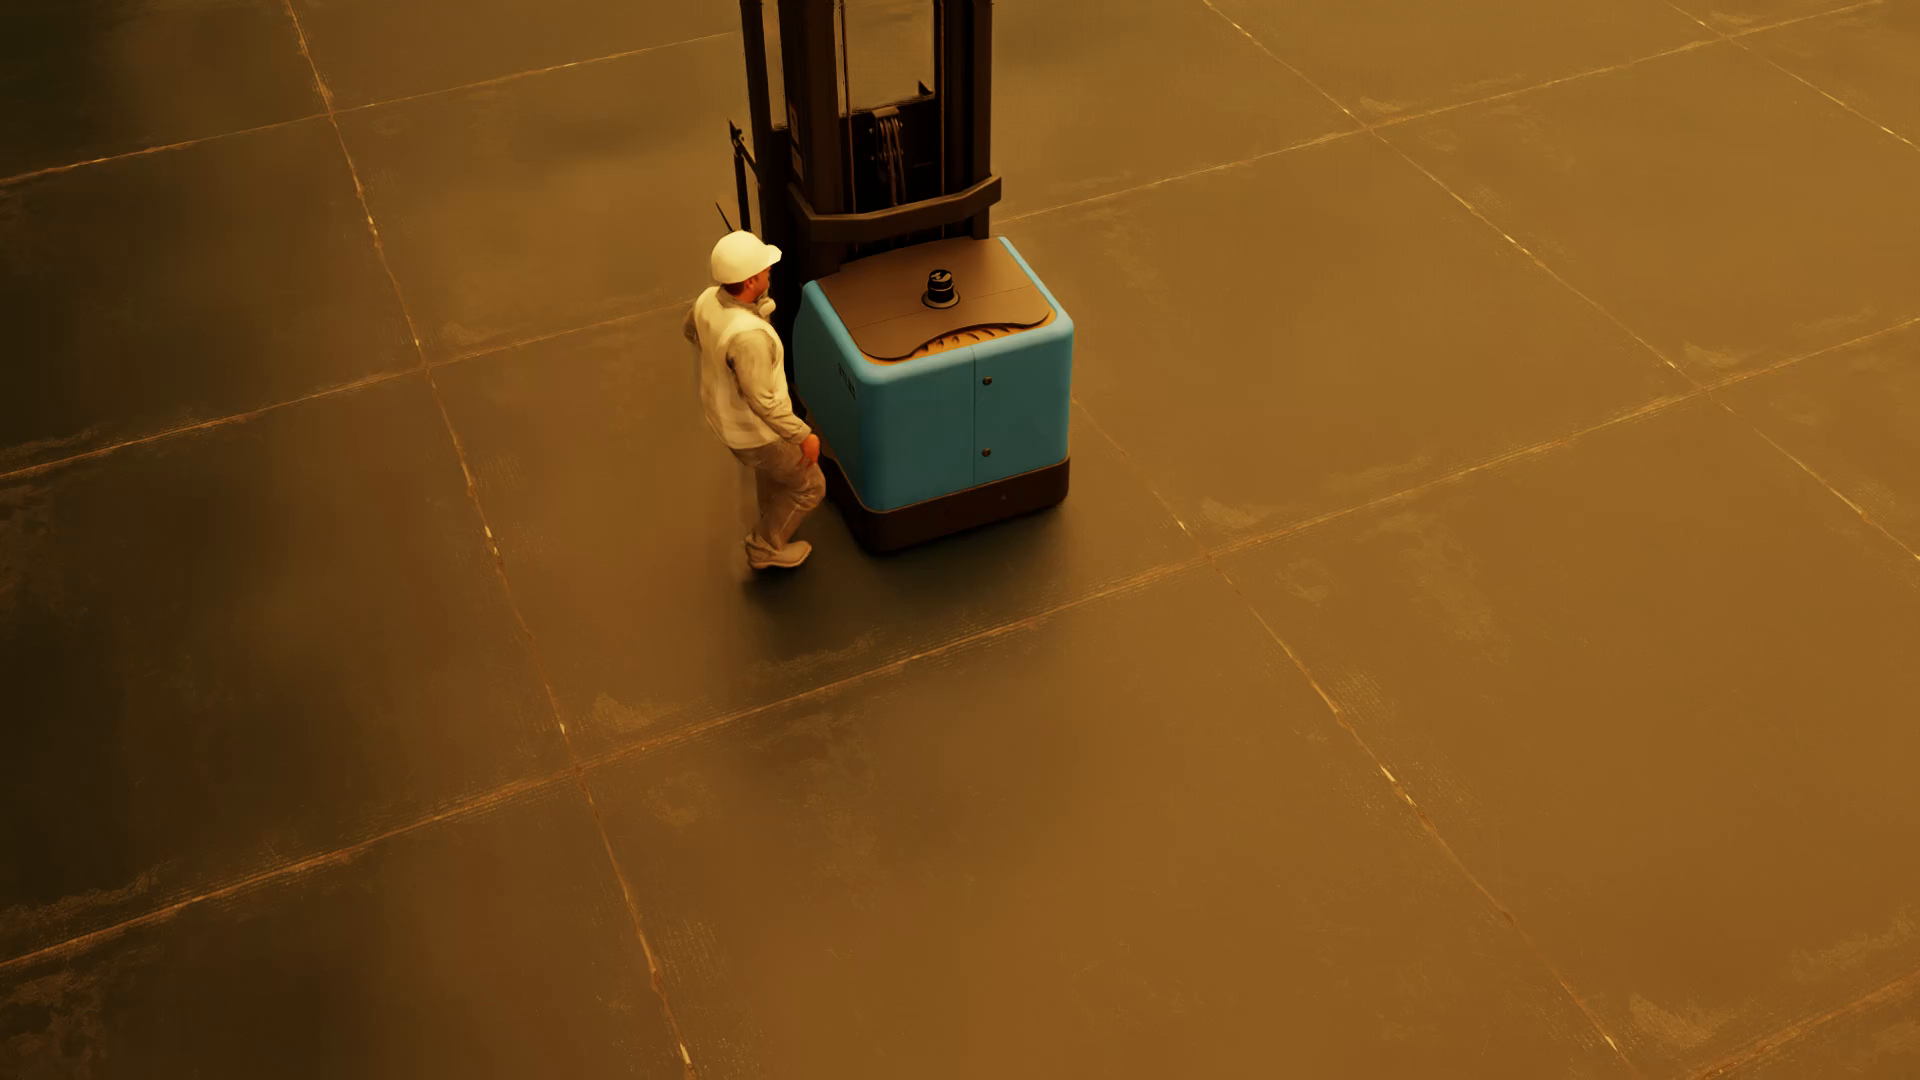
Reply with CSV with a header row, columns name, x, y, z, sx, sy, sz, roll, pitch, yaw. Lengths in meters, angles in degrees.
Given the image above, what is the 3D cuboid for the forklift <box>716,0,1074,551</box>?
name,x,y,z,sx,sy,sz,roll,pitch,yaw
forklift,-0.517,-2.034,7.860,1.130,2.935,3.031,-16,45,-16

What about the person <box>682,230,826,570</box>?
name,x,y,z,sx,sy,sz,roll,pitch,yaw
person,-0.822,-0.590,7.220,0.577,1.735,0.873,-20,47,-20
